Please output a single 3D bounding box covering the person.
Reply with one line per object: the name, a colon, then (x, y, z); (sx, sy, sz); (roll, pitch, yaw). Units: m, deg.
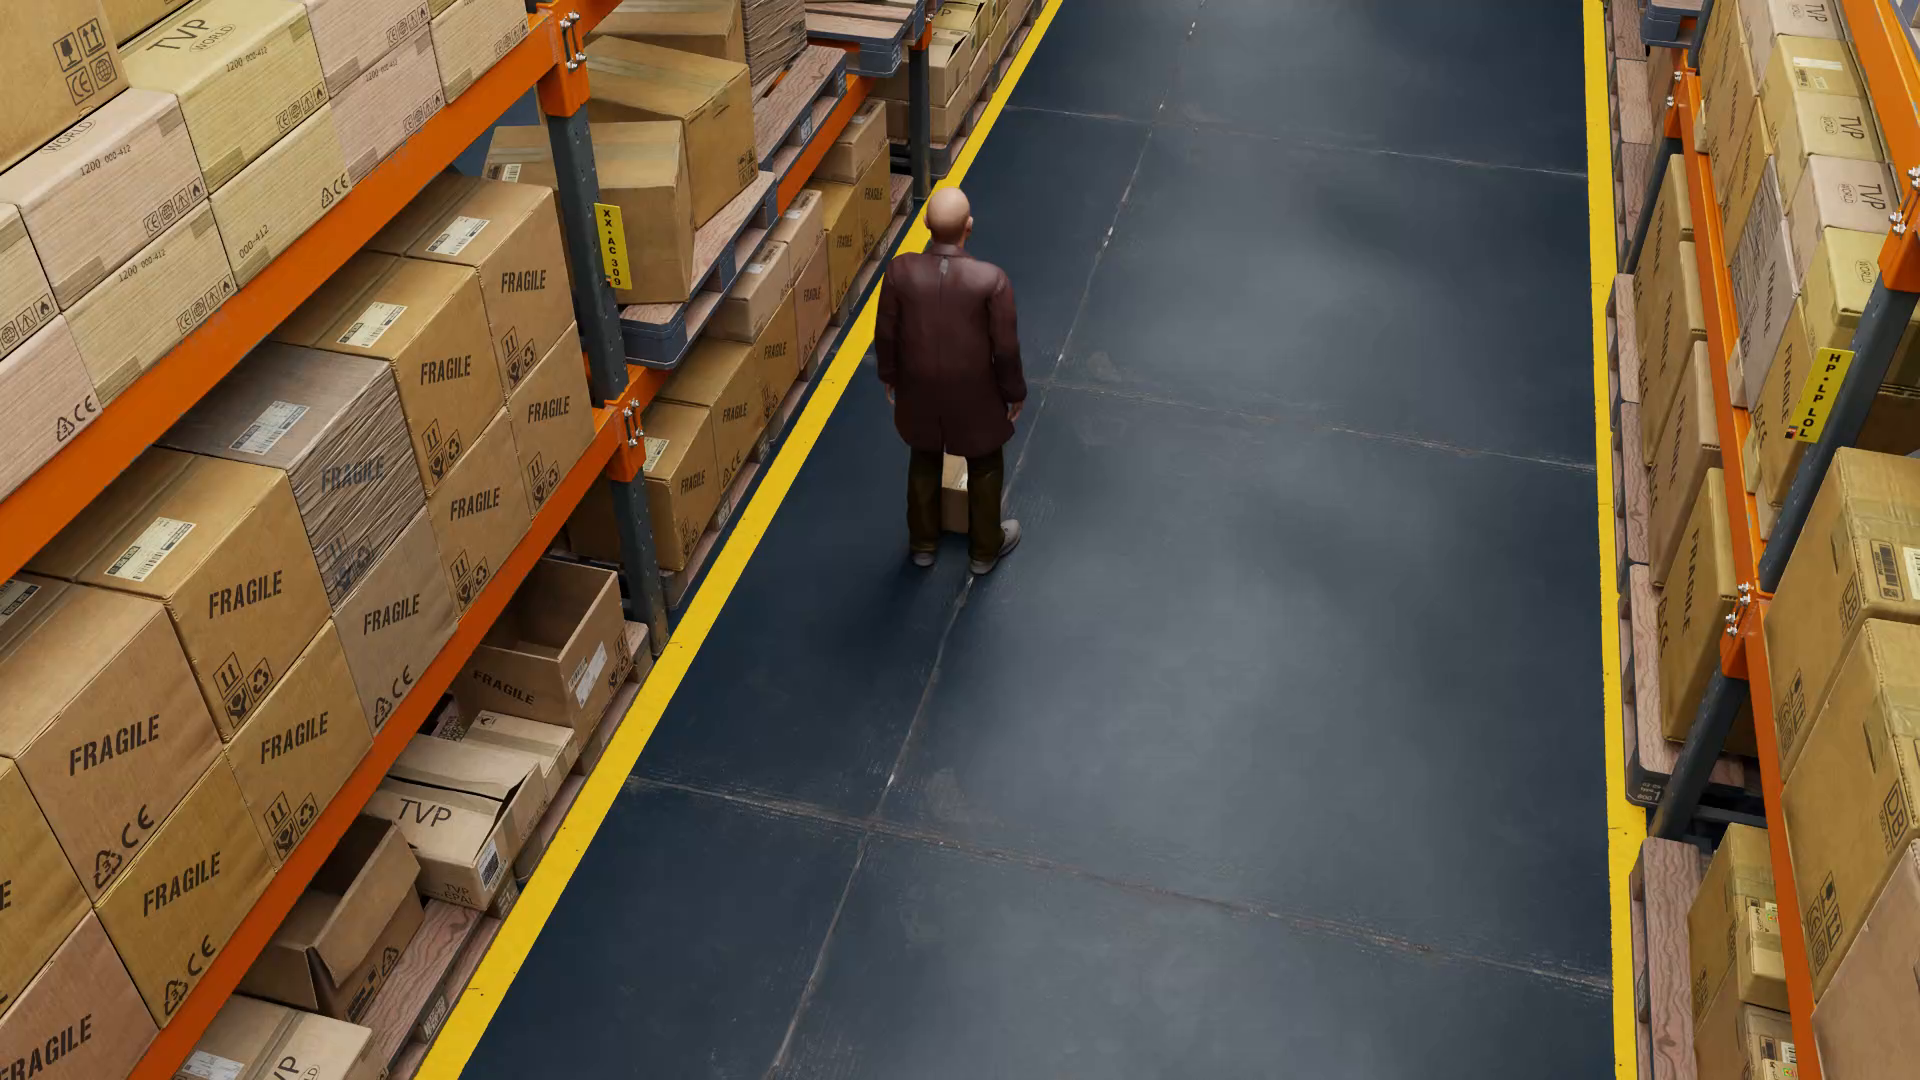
person: (-0.034, -0.634, 6.912); (0.643, 1.773, 0.431); (10, 42, 12)
